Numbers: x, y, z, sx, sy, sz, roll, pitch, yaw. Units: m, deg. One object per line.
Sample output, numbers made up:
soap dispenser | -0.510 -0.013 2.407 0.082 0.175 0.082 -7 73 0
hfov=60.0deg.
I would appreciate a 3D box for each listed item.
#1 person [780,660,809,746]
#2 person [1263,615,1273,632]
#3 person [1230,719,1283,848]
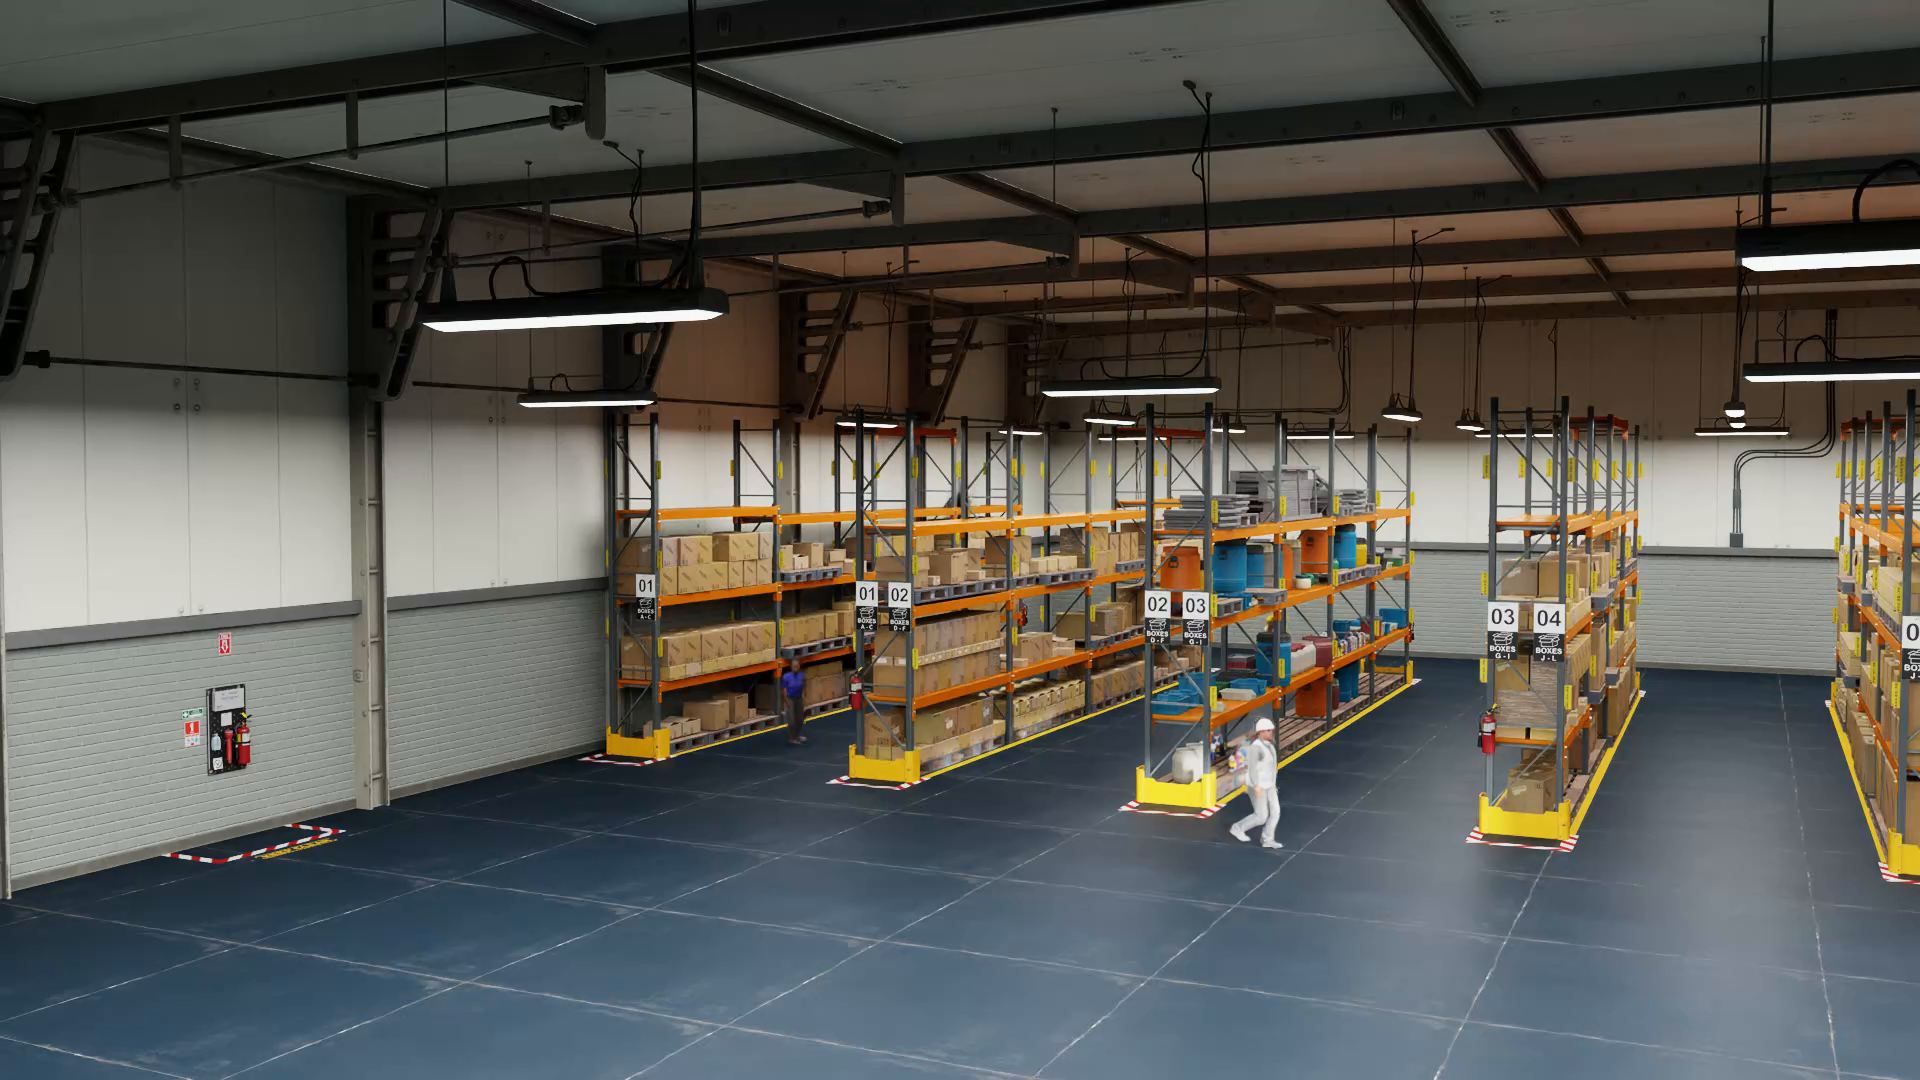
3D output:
person | -3.020 2.946 30.325 0.603 1.596 0.731 -1 3 -29
person | 7.110 2.552 37.911 0.609 1.718 0.719 -2 3 -40
person | 3.952 3.221 22.036 0.665 1.731 0.577 2 3 40
